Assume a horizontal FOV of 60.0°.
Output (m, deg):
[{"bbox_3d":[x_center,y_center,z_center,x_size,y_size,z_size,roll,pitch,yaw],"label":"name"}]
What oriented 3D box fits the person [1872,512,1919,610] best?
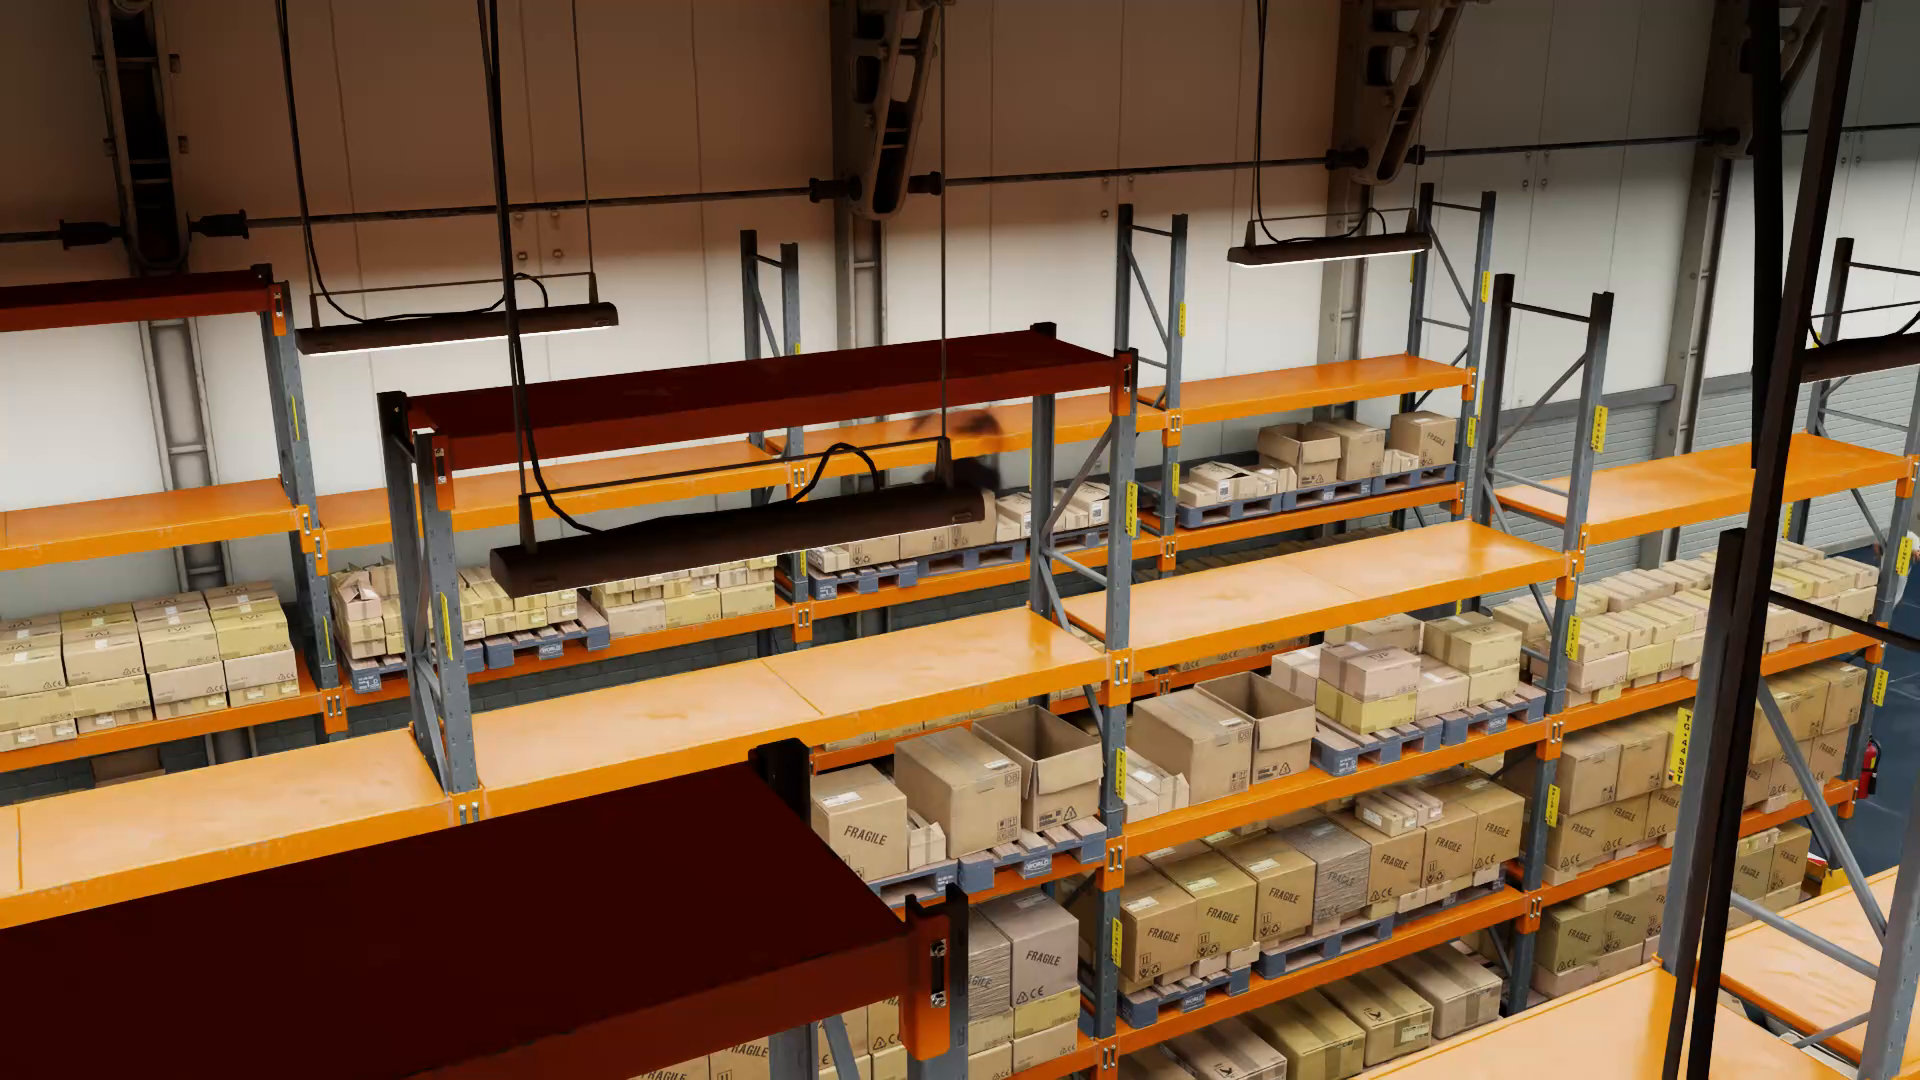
[{"bbox_3d":[12.222,0.388,21.743,0.558,1.635,0.570,-14,23,-37],"label":"person"}]
